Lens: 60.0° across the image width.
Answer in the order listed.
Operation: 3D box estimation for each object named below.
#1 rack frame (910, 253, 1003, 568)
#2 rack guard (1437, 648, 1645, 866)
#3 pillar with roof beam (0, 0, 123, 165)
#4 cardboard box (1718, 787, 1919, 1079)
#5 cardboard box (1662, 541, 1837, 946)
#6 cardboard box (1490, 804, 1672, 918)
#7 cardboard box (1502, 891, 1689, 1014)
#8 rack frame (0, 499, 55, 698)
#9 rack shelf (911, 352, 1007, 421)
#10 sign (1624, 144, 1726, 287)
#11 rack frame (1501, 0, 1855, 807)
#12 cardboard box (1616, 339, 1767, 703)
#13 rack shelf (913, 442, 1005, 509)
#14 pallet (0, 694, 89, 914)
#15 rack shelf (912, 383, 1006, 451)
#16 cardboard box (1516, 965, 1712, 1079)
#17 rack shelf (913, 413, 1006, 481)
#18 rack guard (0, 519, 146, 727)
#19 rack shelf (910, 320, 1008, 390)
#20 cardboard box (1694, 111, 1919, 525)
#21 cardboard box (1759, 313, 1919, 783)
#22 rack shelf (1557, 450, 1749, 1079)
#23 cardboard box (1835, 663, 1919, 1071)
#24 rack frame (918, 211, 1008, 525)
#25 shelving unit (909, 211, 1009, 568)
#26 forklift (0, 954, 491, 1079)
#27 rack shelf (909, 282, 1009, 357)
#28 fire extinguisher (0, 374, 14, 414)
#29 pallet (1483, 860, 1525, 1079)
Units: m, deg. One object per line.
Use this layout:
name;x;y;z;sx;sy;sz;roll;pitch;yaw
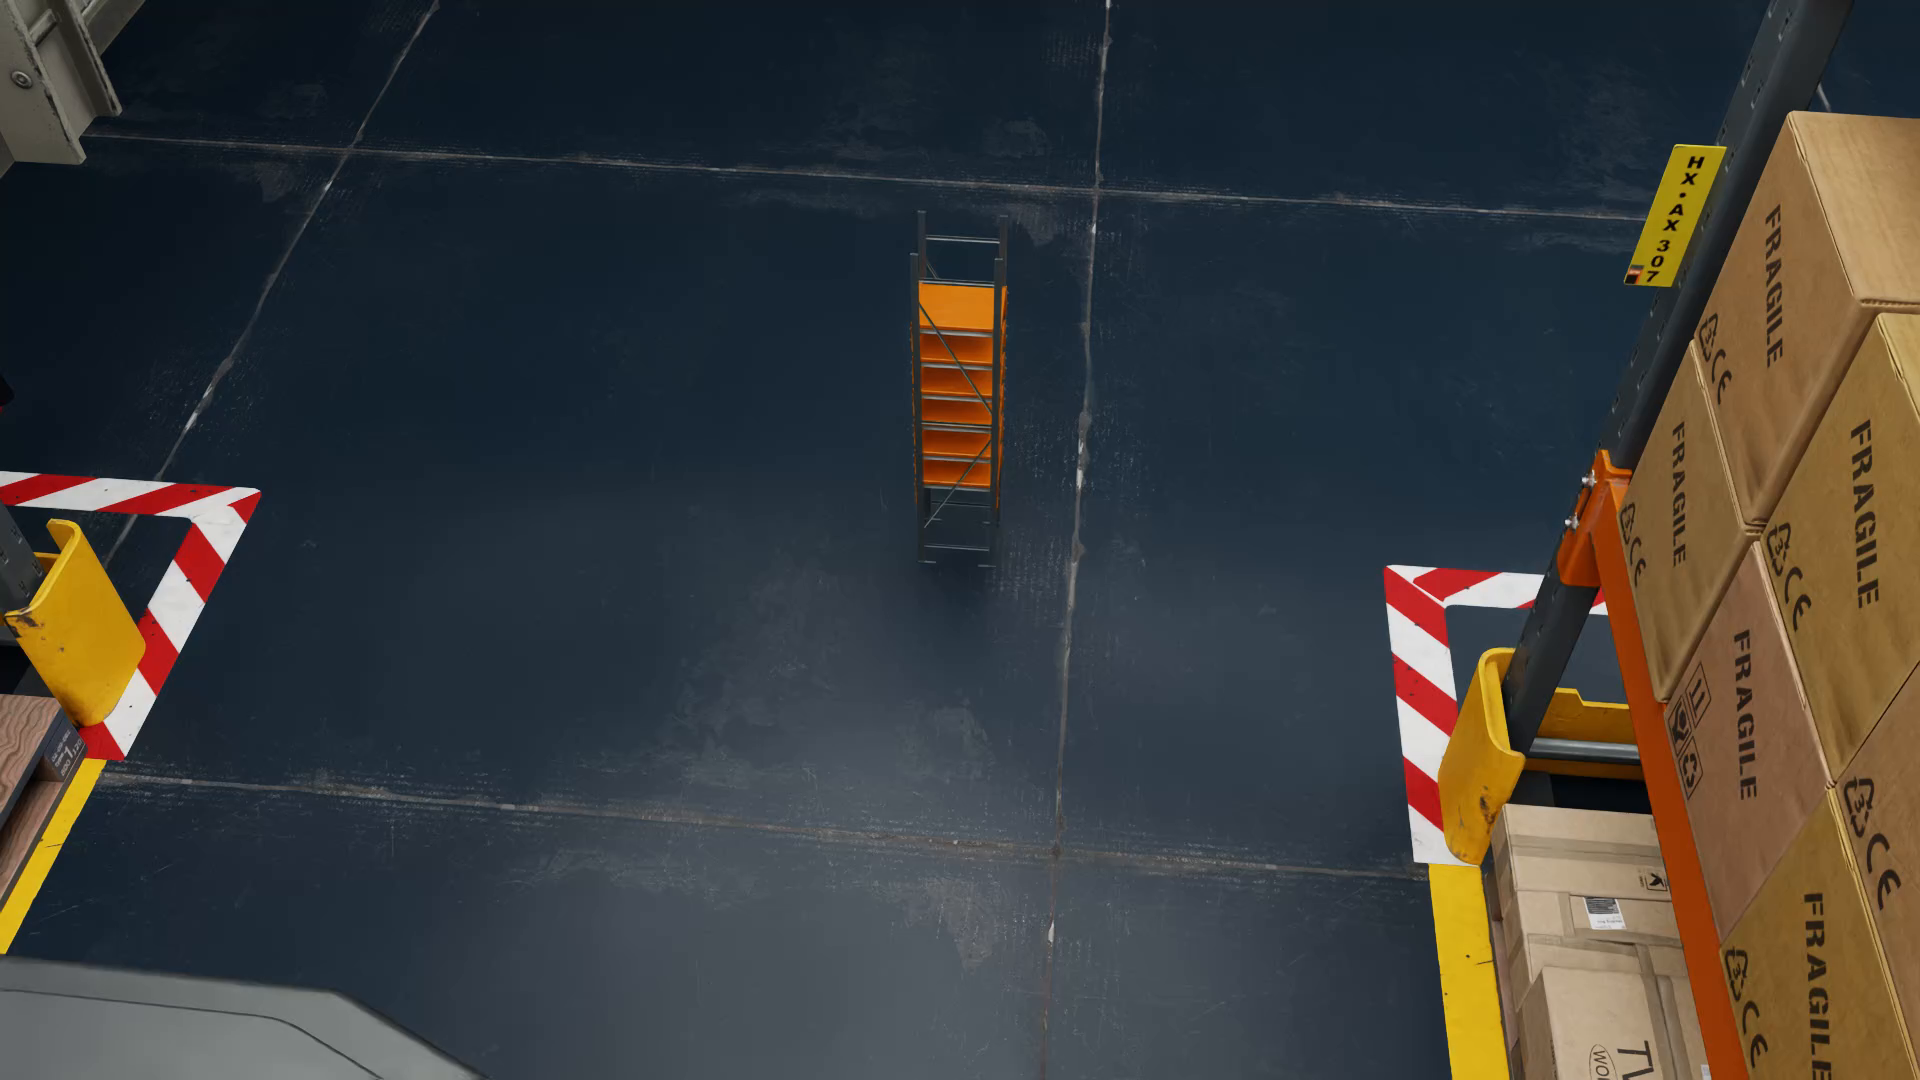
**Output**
rack frame;-0.010;-0.327;4.736;0.240;1.200;0.006;4;48;4
rack guard;1.907;0.610;4.354;1.175;0.500;0.348;4;48;4
pillar with roof beam;0.653;-4.398;3.174;9.100;9.000;0.400;4;48;4
cardboard box;1.521;0.733;2.479;0.500;0.500;0.500;4;48;3
cardboard box;1.570;0.364;2.816;0.500;0.500;0.500;3;48;3
cardboard box;1.534;0.808;4.112;0.380;0.149;0.250;4;48;4
cardboard box;1.511;0.986;3.937;0.380;0.166;0.250;4;48;4
rack frame;-3.019;-0.620;3.785;1.000;3.000;0.127;4;48;4
rack shelf;-0.001;-0.445;4.742;0.258;0.103;0.180;4;48;4
sign;1.374;-0.618;3.196;0.100;0.325;0.005;4;48;4
rack frame;1.914;-0.290;3.482;1.000;3.000;0.127;4;48;4
cardboard box;1.611;-0.015;3.163;0.500;0.500;0.500;5;48;4
rack shelf;-0.001;-0.202;5.007;0.258;0.103;0.180;4;48;4
pallet;-3.014;0.914;4.271;1.003;0.211;1.213;4;48;4
rack shelf;-0.001;-0.364;4.830;0.258;0.103;0.180;4;48;4
cardboard box;1.537;1.238;3.651;0.500;0.250;0.500;4;48;4
rack shelf;-0.001;-0.283;4.919;0.258;0.103;0.180;4;48;4
rack guard;-3.017;0.206;4.723;1.175;0.500;0.348;4;48;4
rack shelf;-0.001;-0.526;4.653;0.258;0.103;0.180;4;48;4
cardboard box;1.611;-0.353;2.794;0.500;0.500;0.500;5;48;5
cardboard box;1.571;0.032;2.443;0.500;0.500;0.500;4;48;4
rack shelf;1.732;1.423;2.404;1.077;0.370;4.000;4;48;4
cardboard box;1.521;0.399;2.107;0.500;0.500;0.500;4;48;4
rack frame;0.007;-0.462;4.859;0.240;1.200;0.006;4;48;4
shelving unit;-0.001;-0.394;4.798;0.258;1.200;0.189;4;48;4
forklift;-0.763;1.798;1.619;1.130;2.935;3.031;5;48;4
rack shelf;-0.001;-0.607;4.565;0.258;0.103;0.180;4;48;4
fire extinguisher;-2.546;-0.548;4.024;0.296;0.674;0.183;4;48;4
pallet;1.836;1.293;3.924;1.003;0.211;1.213;4;48;4
